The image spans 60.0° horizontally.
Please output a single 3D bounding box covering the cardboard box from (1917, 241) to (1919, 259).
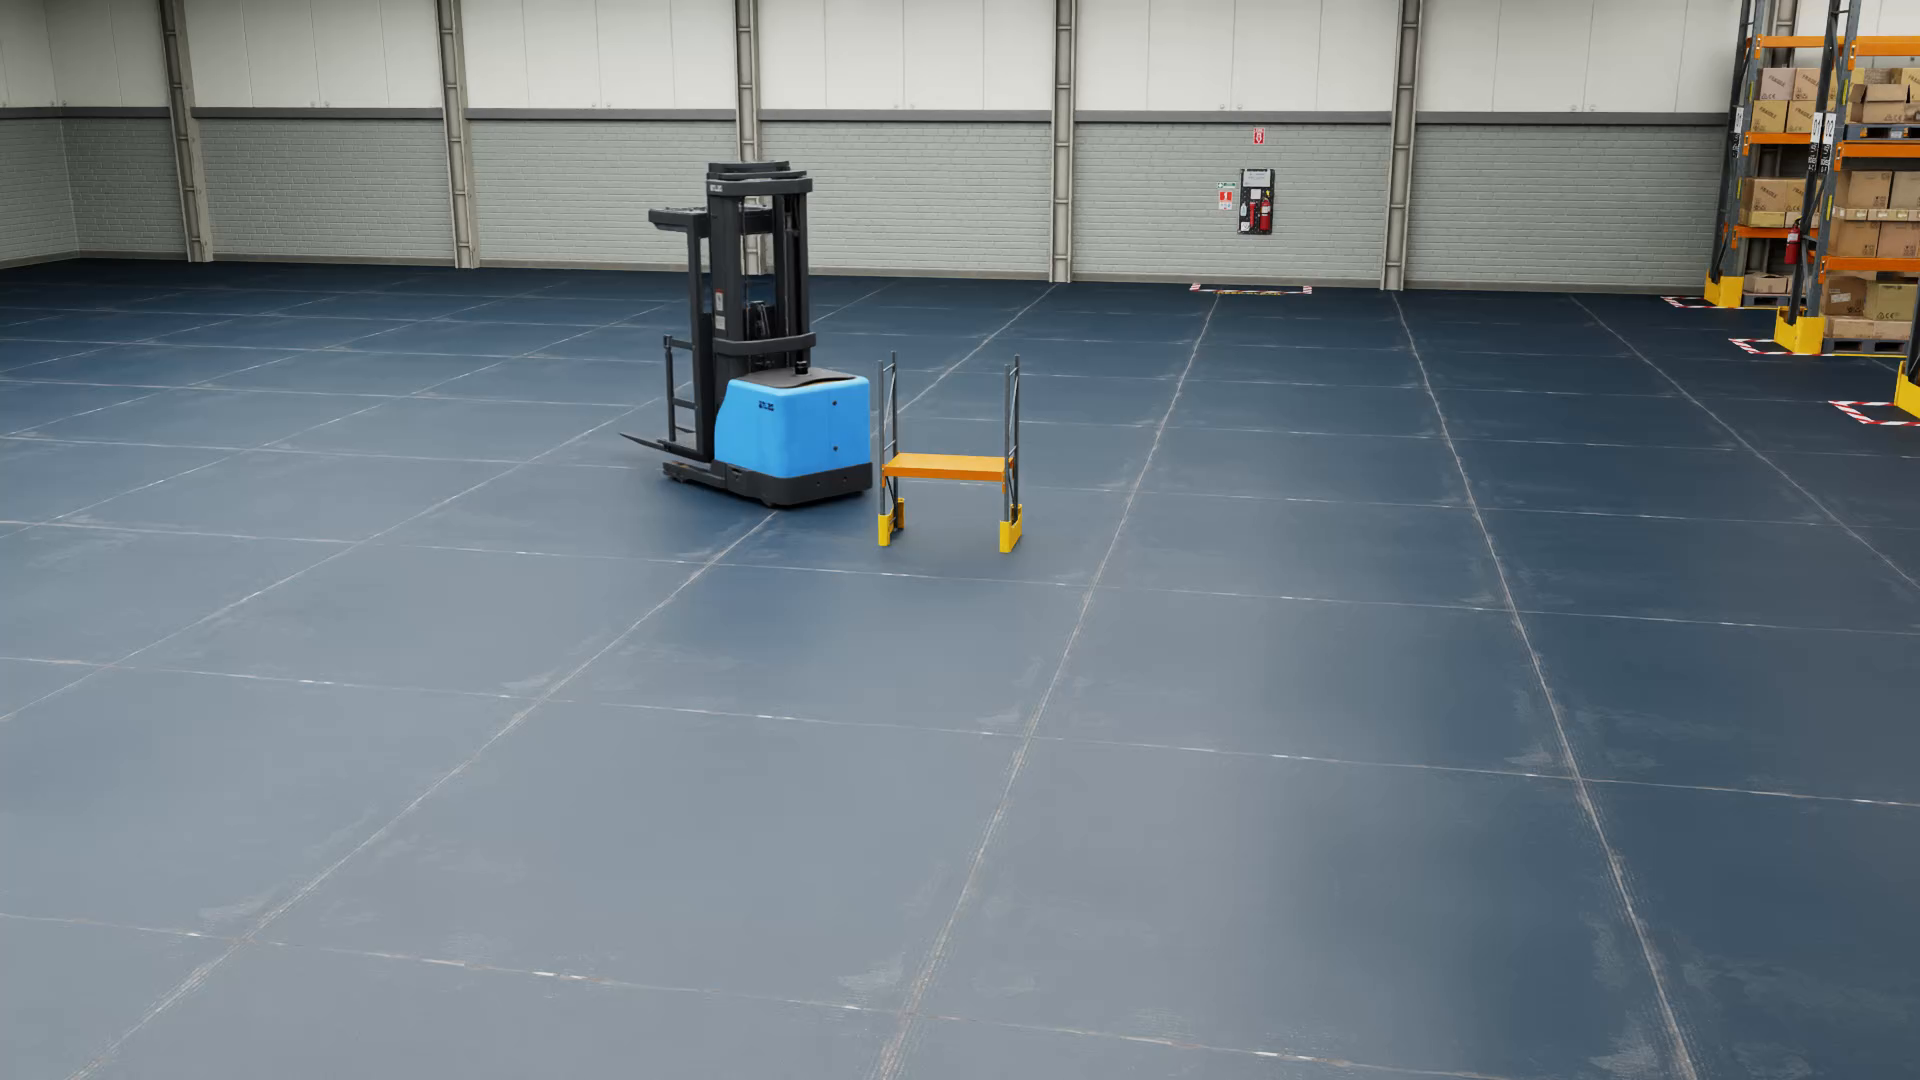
[{"bbox_3d":[13.258,-4.121,22.694,0.500,0.500,0.700,3,16,11],"label":"cardboard box"}]

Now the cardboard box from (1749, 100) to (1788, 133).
[{"bbox_3d":[13.063,-6.872,26.968,0.500,0.500,0.500,4,16,13],"label":"cardboard box"}]

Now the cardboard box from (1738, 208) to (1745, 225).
[{"bbox_3d":[13.282,-5.415,27.795,0.500,0.250,0.500,3,16,12],"label":"cardboard box"}]

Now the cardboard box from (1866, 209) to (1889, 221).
[{"bbox_3d":[12.403,-4.426,22.579,0.250,0.149,0.380,3,16,10],"label":"cardboard box"}]

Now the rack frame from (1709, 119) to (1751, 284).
[{"bbox_3d":[12.785,-5.452,27.685,0.127,3.000,1.000,3,16,11],"label":"rack frame"}]

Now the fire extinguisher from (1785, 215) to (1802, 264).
[{"bbox_3d":[11.779,-4.247,23.477,0.183,0.674,0.296,3,16,11],"label":"fire extinguisher"}]

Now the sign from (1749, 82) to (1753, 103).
[{"bbox_3d":[12.677,-7.177,26.655,0.005,0.325,0.100,3,16,11],"label":"sign"}]

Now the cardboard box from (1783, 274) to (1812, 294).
[{"bbox_3d":[14.004,-4.278,27.657,0.500,0.311,0.500,4,16,16],"label":"cardboard box"}]

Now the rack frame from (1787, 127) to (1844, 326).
[{"bbox_3d":[11.802,-4.156,23.006,0.127,3.000,1.000,3,16,11],"label":"rack frame"}]

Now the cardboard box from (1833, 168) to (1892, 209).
[{"bbox_3d":[12.309,-4.798,22.707,0.500,0.500,0.700,3,16,11],"label":"cardboard box"}]

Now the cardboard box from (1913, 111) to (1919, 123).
[{"bbox_3d":[12.920,-5.642,22.172,0.250,0.149,0.380,3,16,11],"label":"cardboard box"}]

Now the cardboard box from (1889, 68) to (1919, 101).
[{"bbox_3d":[15.107,-7.232,26.392,0.500,0.500,0.500,3,16,9],"label":"cardboard box"}]

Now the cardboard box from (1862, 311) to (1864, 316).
[{"bbox_3d":[12.879,-3.059,23.408,0.500,0.250,0.500,3,16,11],"label":"cardboard box"}]

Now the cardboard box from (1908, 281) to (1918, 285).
[{"bbox_3d":[13.266,-3.259,22.725,0.500,0.500,0.500,3,16,11],"label":"cardboard box"}]

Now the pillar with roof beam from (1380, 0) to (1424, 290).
[{"bbox_3d":[6.906,-7.725,24.653,0.400,9.000,9.100,3,16,11],"label":"pillar with roof beam"}]

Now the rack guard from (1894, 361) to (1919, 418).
[{"bbox_3d":[10.895,-1.664,18.692,0.348,0.500,1.175,3,16,11],"label":"rack guard"}]

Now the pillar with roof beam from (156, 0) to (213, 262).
[{"bbox_3d":[-16.612,-9.002,29.262,0.400,9.000,9.100,3,16,11],"label":"pillar with roof beam"}]

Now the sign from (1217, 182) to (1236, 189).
[{"bbox_3d":[4.831,-6.428,30.149,0.331,0.109,0.001,3,16,11],"label":"sign"}]

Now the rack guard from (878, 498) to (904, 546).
[{"bbox_3d":[-0.563,-0.151,13.698,0.087,0.250,0.587,3,16,11],"label":"rack guard"}]

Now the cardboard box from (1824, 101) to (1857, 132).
[{"bbox_3d":[14.092,-6.808,26.735,0.500,0.500,0.500,4,16,14],"label":"cardboard box"}]

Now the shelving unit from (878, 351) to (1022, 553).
[{"bbox_3d":[-0.075,-0.727,13.435,1.083,1.500,0.587,3,16,11],"label":"shelving unit"}]

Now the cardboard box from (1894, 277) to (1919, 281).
[{"bbox_3d":[13.370,-3.395,23.216,0.500,0.500,0.500,3,16,11],"label":"cardboard box"}]

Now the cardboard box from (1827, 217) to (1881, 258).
[{"bbox_3d":[12.257,-4.176,22.891,0.500,0.500,0.700,3,16,11],"label":"cardboard box"}]

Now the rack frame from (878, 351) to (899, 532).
[{"bbox_3d":[-0.582,-0.754,13.535,0.032,1.500,0.500,3,16,11],"label":"rack frame"}]

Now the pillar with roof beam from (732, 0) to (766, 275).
[{"bbox_3d":[-4.853,-8.364,26.957,0.400,9.000,9.100,3,16,11],"label":"pillar with roof beam"}]

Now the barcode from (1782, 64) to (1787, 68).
[{"bbox_3d":[13.581,-7.810,27.393,0.075,0.075,0.001,3,16,11],"label":"barcode"}]

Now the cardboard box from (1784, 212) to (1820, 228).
[{"bbox_3d":[13.712,-5.257,27.222,0.500,0.250,0.500,3,16,9],"label":"cardboard box"}]

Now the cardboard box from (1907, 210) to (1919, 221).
[{"bbox_3d":[12.894,-4.399,22.479,0.250,0.149,0.380,3,16,10],"label":"cardboard box"}]

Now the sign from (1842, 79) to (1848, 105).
[{"bbox_3d":[11.685,-5.916,21.955,0.005,0.325,0.100,3,16,11],"label":"sign"}]

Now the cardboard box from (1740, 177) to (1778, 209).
[{"bbox_3d":[13.290,-5.781,27.712,0.500,0.500,0.500,3,16,10],"label":"cardboard box"}]

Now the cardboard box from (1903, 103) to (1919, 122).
[{"bbox_3d":[12.983,-5.807,22.578,0.500,0.250,0.500,3,16,11],"label":"cardboard box"}]

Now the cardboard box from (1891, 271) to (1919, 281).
[{"bbox_3d":[15.680,-4.291,27.353,0.500,0.500,0.500,2,16,7],"label":"cardboard box"}]

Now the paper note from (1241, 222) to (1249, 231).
[{"bbox_3d":[5.190,-5.705,30.247,0.142,0.148,0.016,3,16,11],"label":"paper note"}]

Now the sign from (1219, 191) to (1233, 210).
[{"bbox_3d":[4.829,-6.175,30.229,0.234,0.329,0.001,3,16,11],"label":"sign"}]

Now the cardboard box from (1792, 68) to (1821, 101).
[{"bbox_3d":[13.596,-7.313,26.687,0.500,0.500,0.500,3,16,10],"label":"cardboard box"}]

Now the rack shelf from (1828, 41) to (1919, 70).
[{"bbox_3d":[13.762,-6.401,21.970,4.000,0.370,1.077,3,16,11],"label":"rack shelf"}]

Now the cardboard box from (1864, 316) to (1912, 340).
[{"bbox_3d":[12.774,-2.921,22.911,0.500,0.250,0.500,3,16,11],"label":"cardboard box"}]

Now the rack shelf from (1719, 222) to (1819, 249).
[{"bbox_3d":[14.745,-4.999,27.397,4.000,0.370,1.077,3,16,11],"label":"rack shelf"}]

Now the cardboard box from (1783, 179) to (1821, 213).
[{"bbox_3d":[13.676,-5.618,27.122,0.500,0.500,0.500,3,16,11],"label":"cardboard box"}]

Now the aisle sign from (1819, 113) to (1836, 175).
[{"bbox_3d":[11.676,-5.332,22.382,0.004,0.787,0.394,3,16,11],"label":"aisle sign"}]

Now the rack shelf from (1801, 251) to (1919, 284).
[{"bbox_3d":[13.762,-3.703,22.718,4.000,0.370,1.077,3,16,11],"label":"rack shelf"}]

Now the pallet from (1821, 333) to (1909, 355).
[{"bbox_3d":[12.560,-2.783,23.271,1.213,0.211,1.003,3,16,11],"label":"pallet"}]

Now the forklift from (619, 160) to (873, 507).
[{"bbox_3d":[-2.152,-2.028,15.453,1.130,2.935,3.031,-14,20,-40],"label":"forklift"}]
